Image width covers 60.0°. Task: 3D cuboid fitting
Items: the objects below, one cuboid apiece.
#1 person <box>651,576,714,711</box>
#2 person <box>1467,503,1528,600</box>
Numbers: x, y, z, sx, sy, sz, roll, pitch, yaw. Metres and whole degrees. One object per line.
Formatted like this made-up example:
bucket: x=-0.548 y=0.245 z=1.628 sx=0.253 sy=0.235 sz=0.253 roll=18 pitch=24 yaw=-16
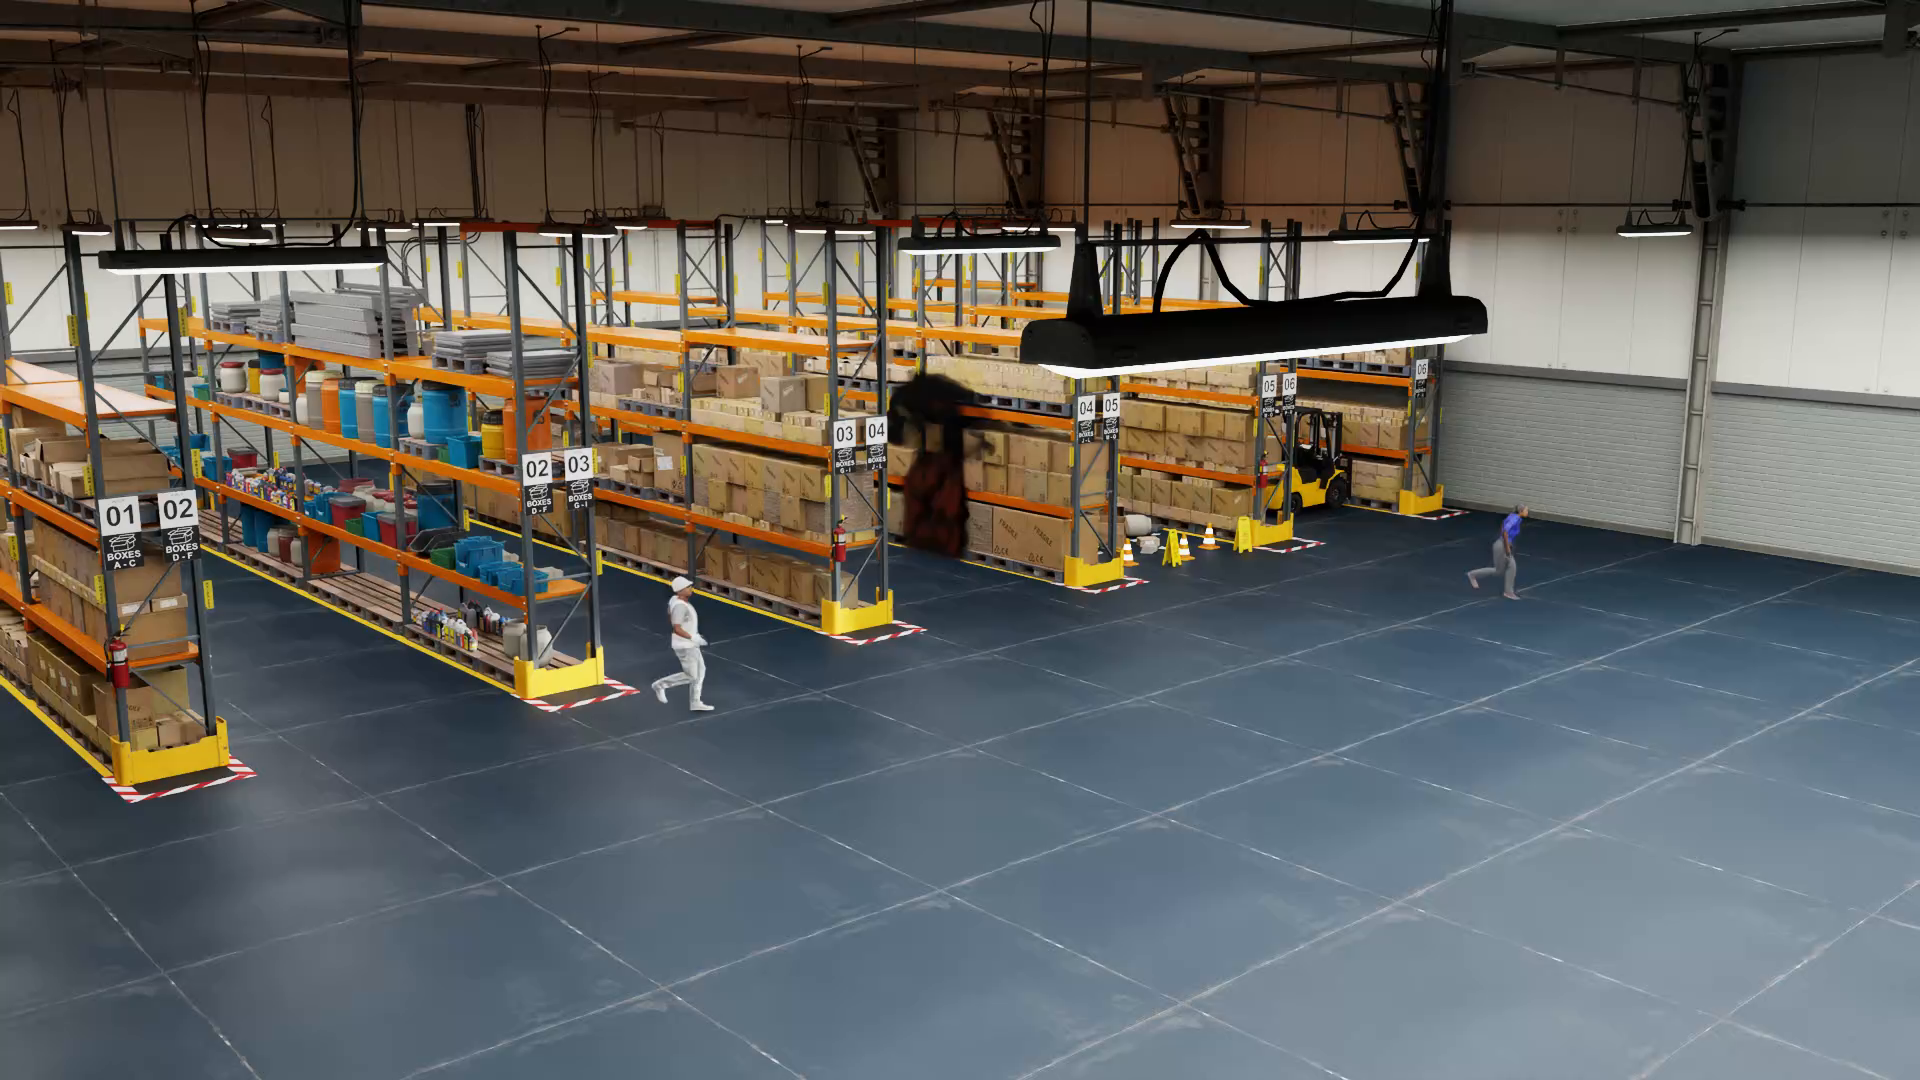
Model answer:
person: x=-3.515 y=1.321 z=20.943 sx=0.779 sy=1.760 sz=0.693 roll=-2 pitch=12 yaw=-9
person: x=8.767 y=0.179 z=27.149 sx=0.894 sy=1.600 sz=0.583 roll=2 pitch=12 yaw=12
